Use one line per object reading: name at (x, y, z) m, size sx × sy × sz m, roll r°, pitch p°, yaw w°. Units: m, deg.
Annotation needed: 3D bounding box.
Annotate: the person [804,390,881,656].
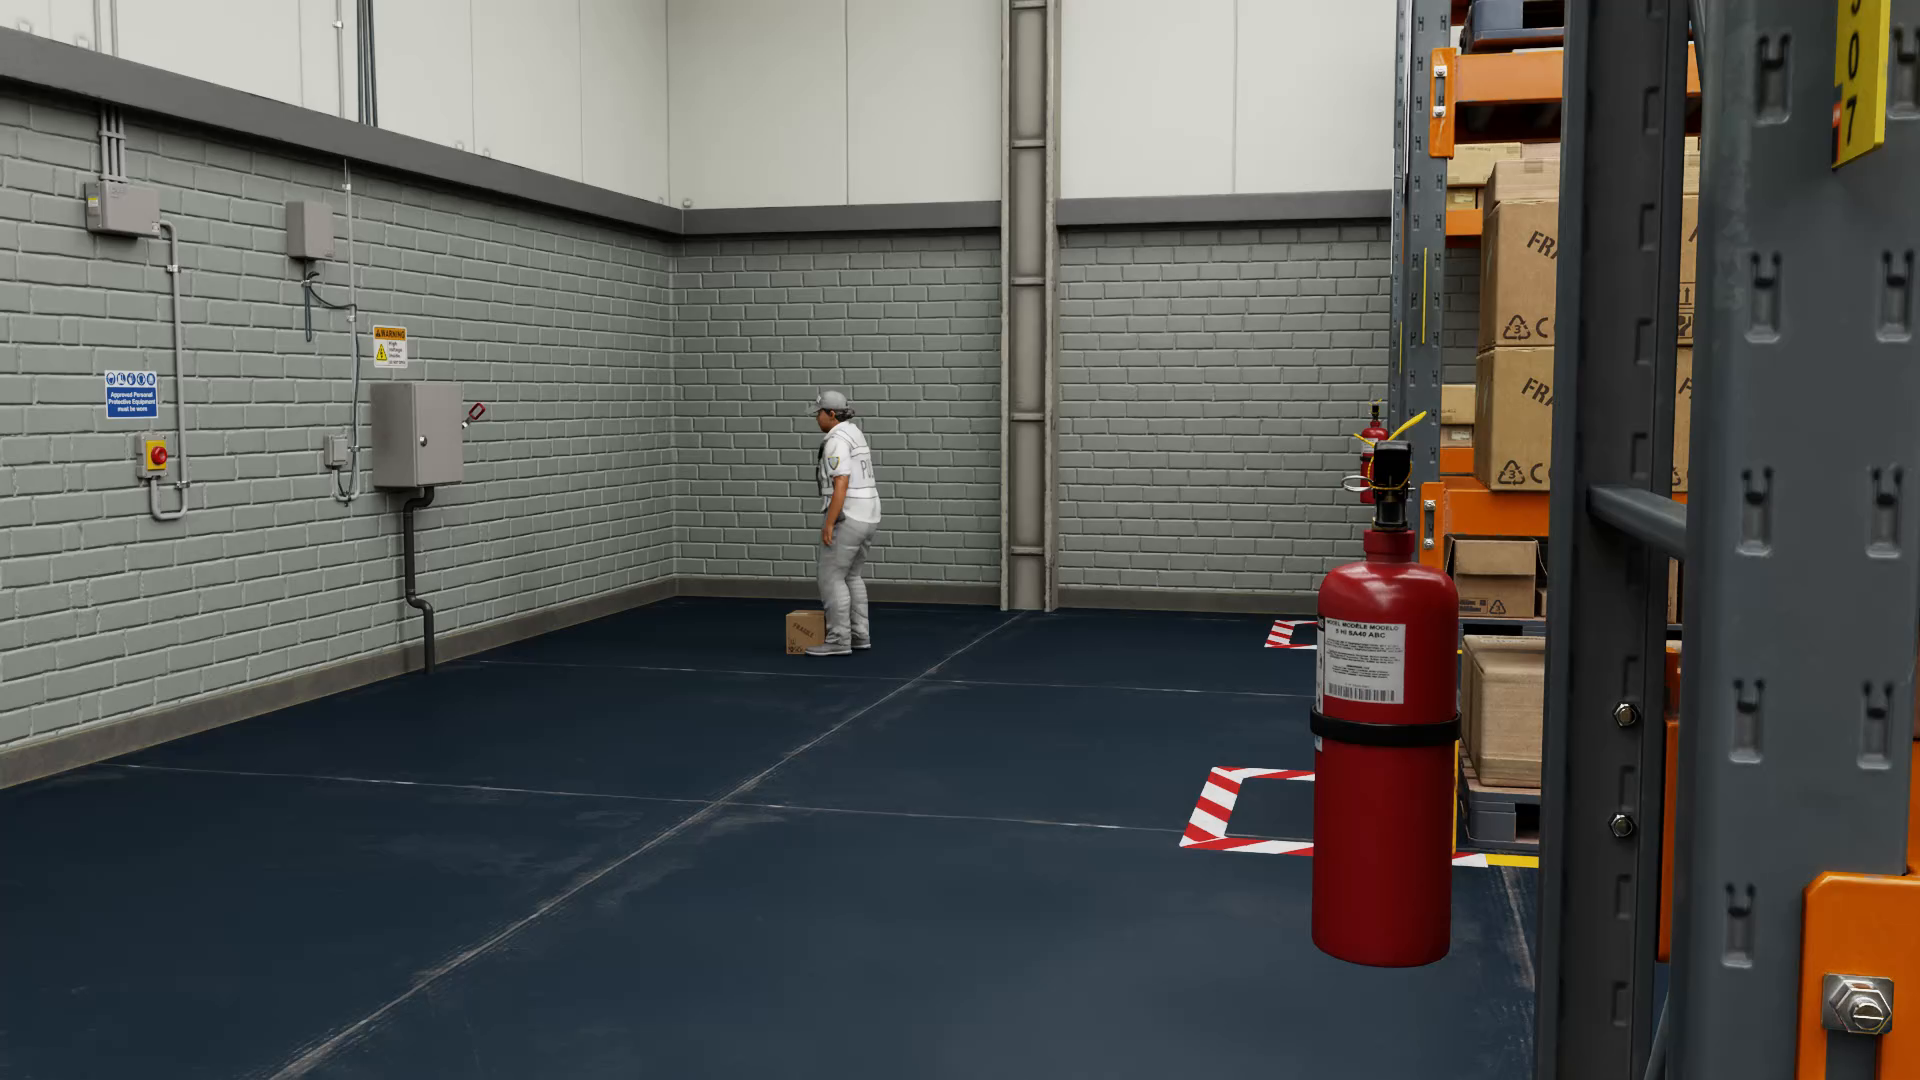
person at (-0.745, -0.111, 10.514) m, size 0.463 × 1.667 × 0.562 m, roll 1°, pitch 5°, yaw 11°
